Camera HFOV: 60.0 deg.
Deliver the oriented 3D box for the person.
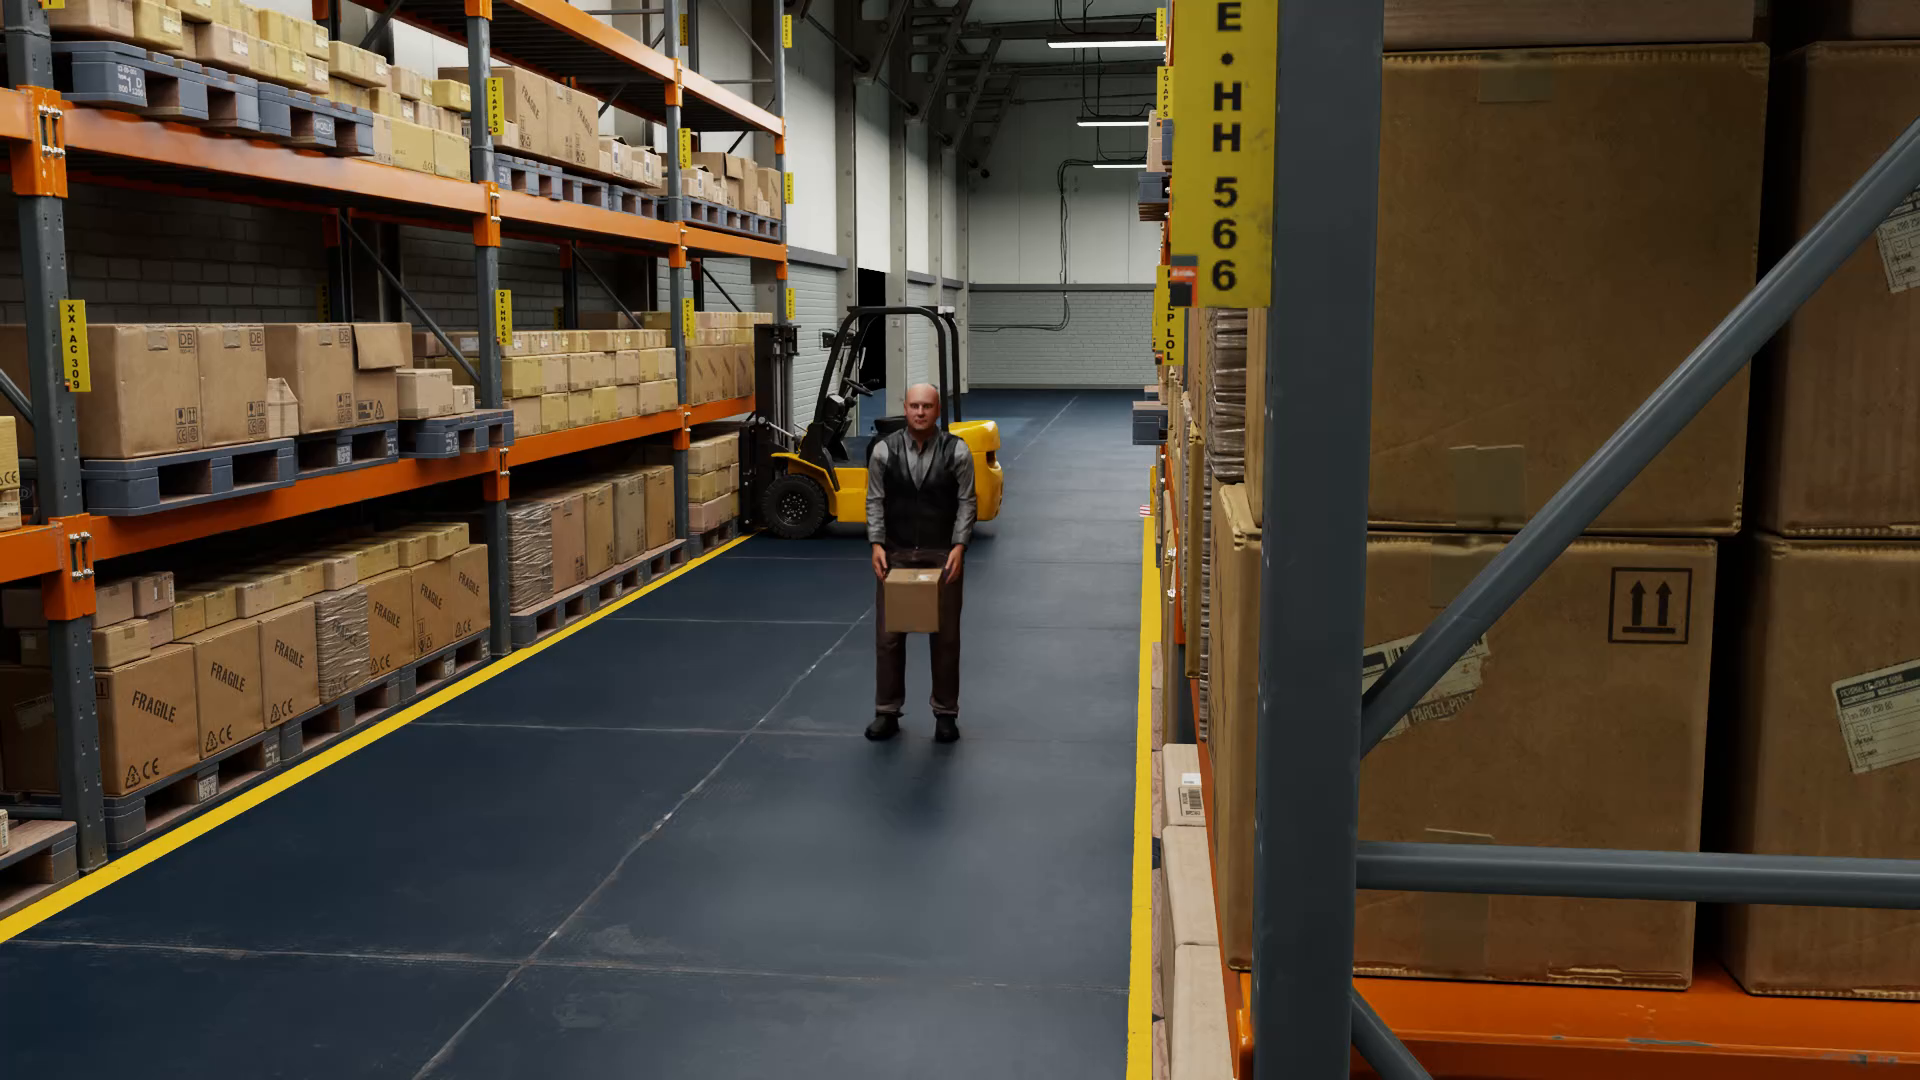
[{"bbox_3d":[-0.189,0.098,8.121,0.551,1.727,0.446,1,8,5],"label":"person"}]
